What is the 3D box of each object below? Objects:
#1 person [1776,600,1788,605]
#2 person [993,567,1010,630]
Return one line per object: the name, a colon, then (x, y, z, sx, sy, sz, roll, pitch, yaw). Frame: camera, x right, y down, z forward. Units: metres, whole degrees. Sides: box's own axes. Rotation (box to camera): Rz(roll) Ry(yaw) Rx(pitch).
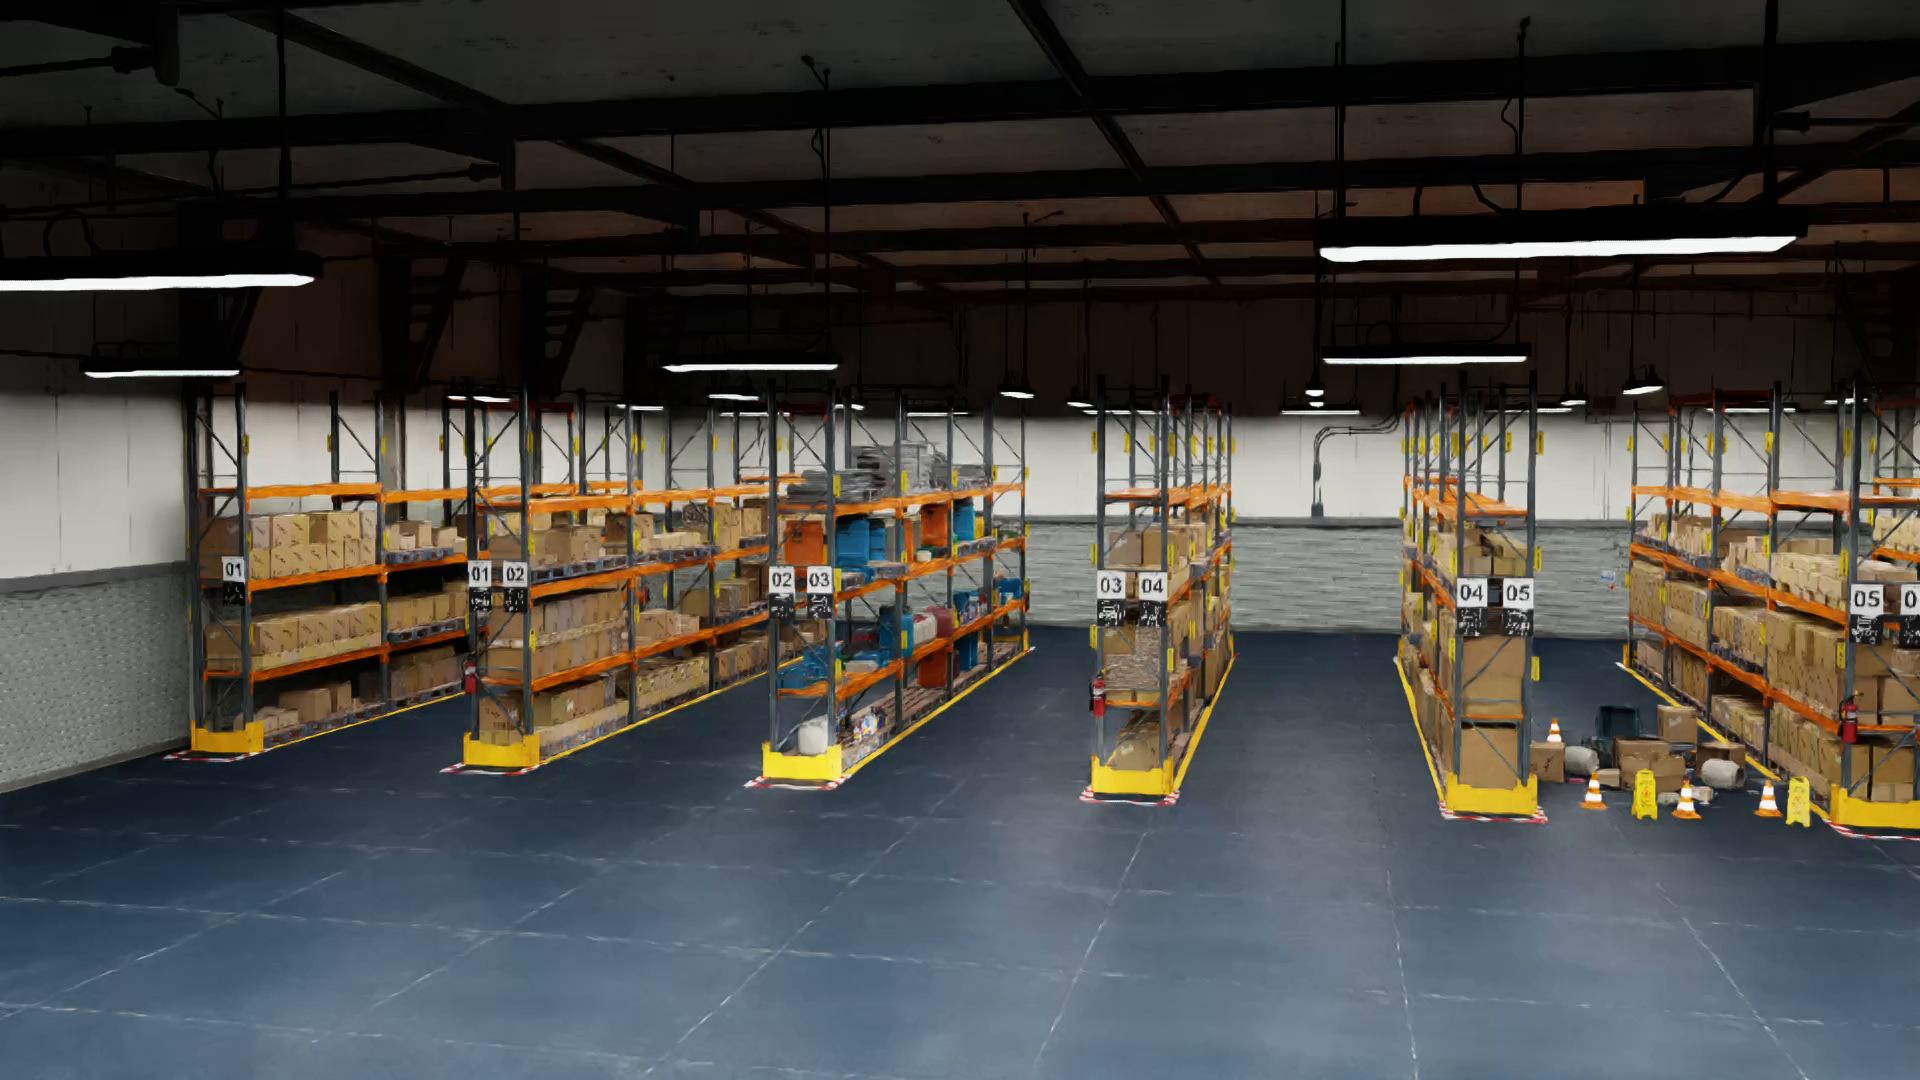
person: (19.509, 1.864, 39.528, 0.602, 1.777, 0.581, -2, 4, -30)
person: (1.041, 1.588, 44.451, 0.573, 1.715, 1.103, 1, 3, 21)
